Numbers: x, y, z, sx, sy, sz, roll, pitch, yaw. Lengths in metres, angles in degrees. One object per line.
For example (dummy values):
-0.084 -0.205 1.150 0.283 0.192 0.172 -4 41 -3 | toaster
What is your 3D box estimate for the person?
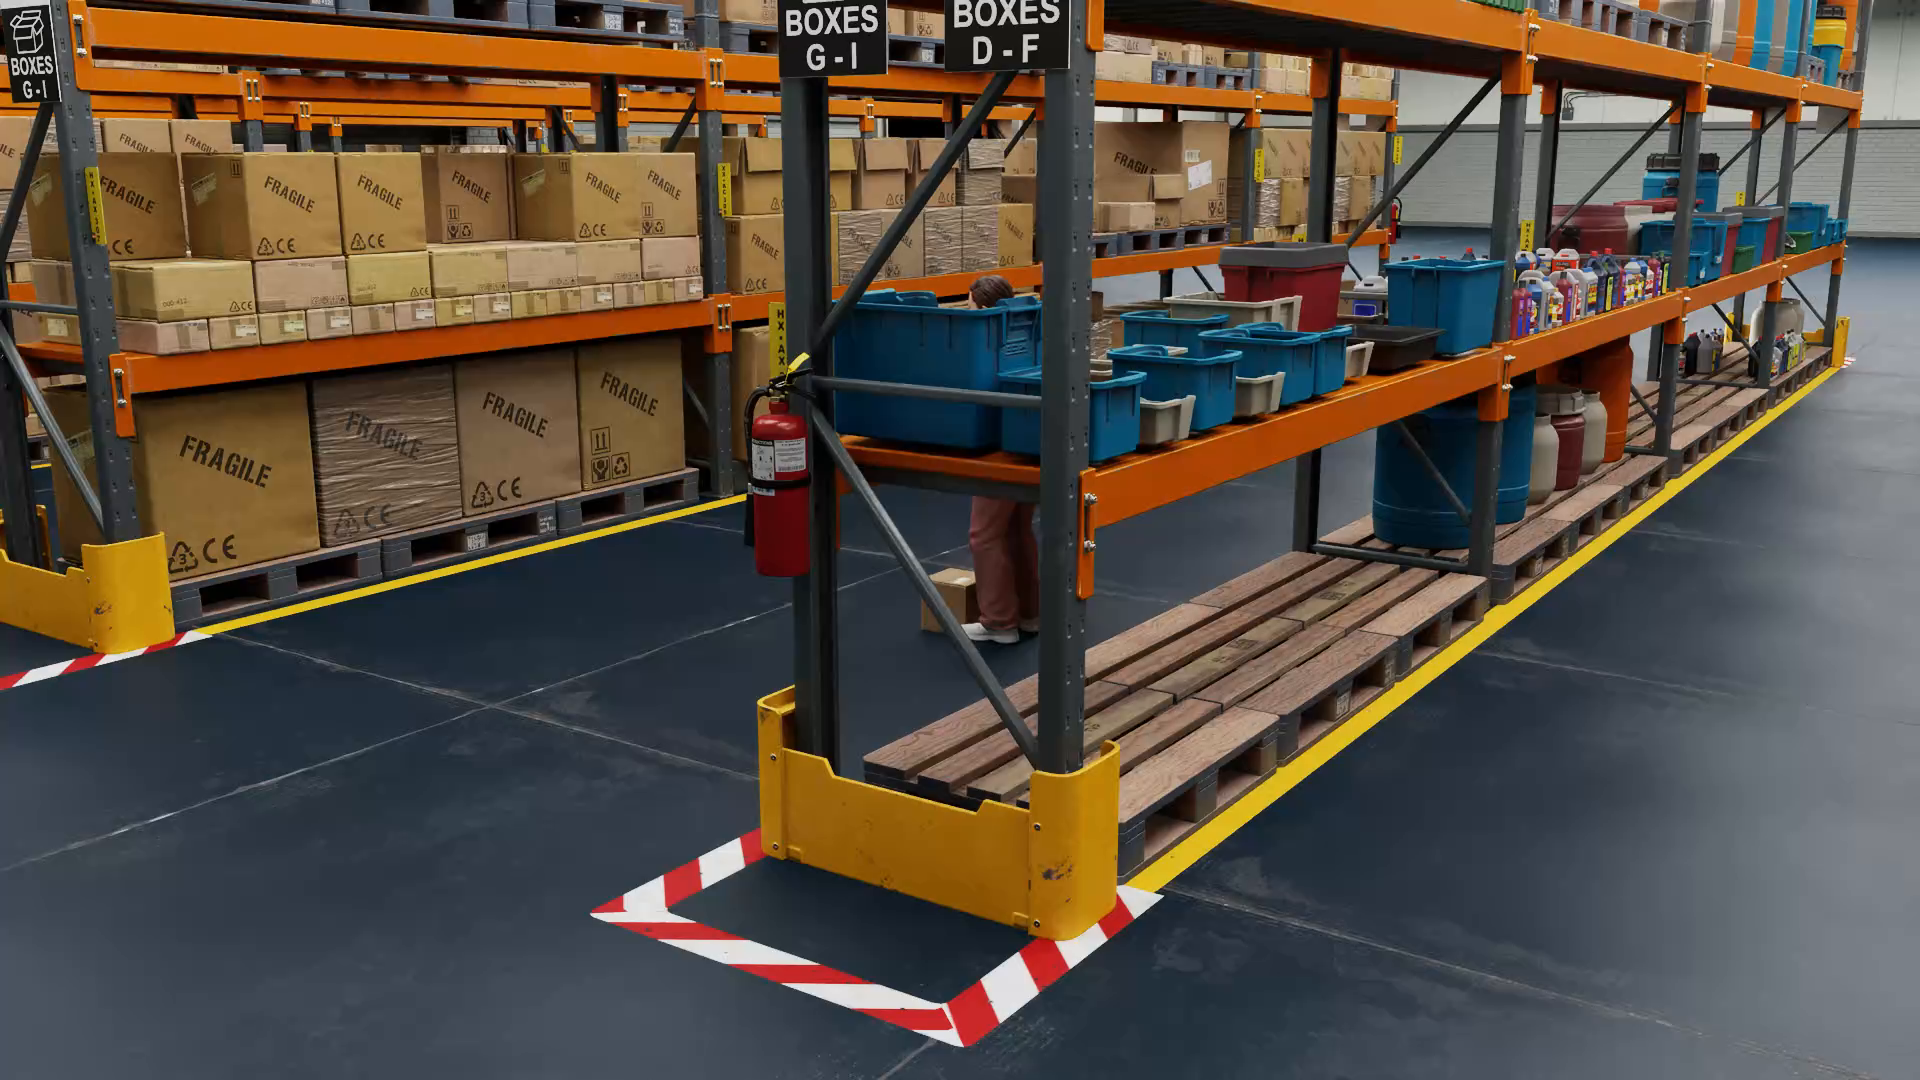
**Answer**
0.196 -0.365 7.571 0.360 1.668 0.521 8 15 30 | person
